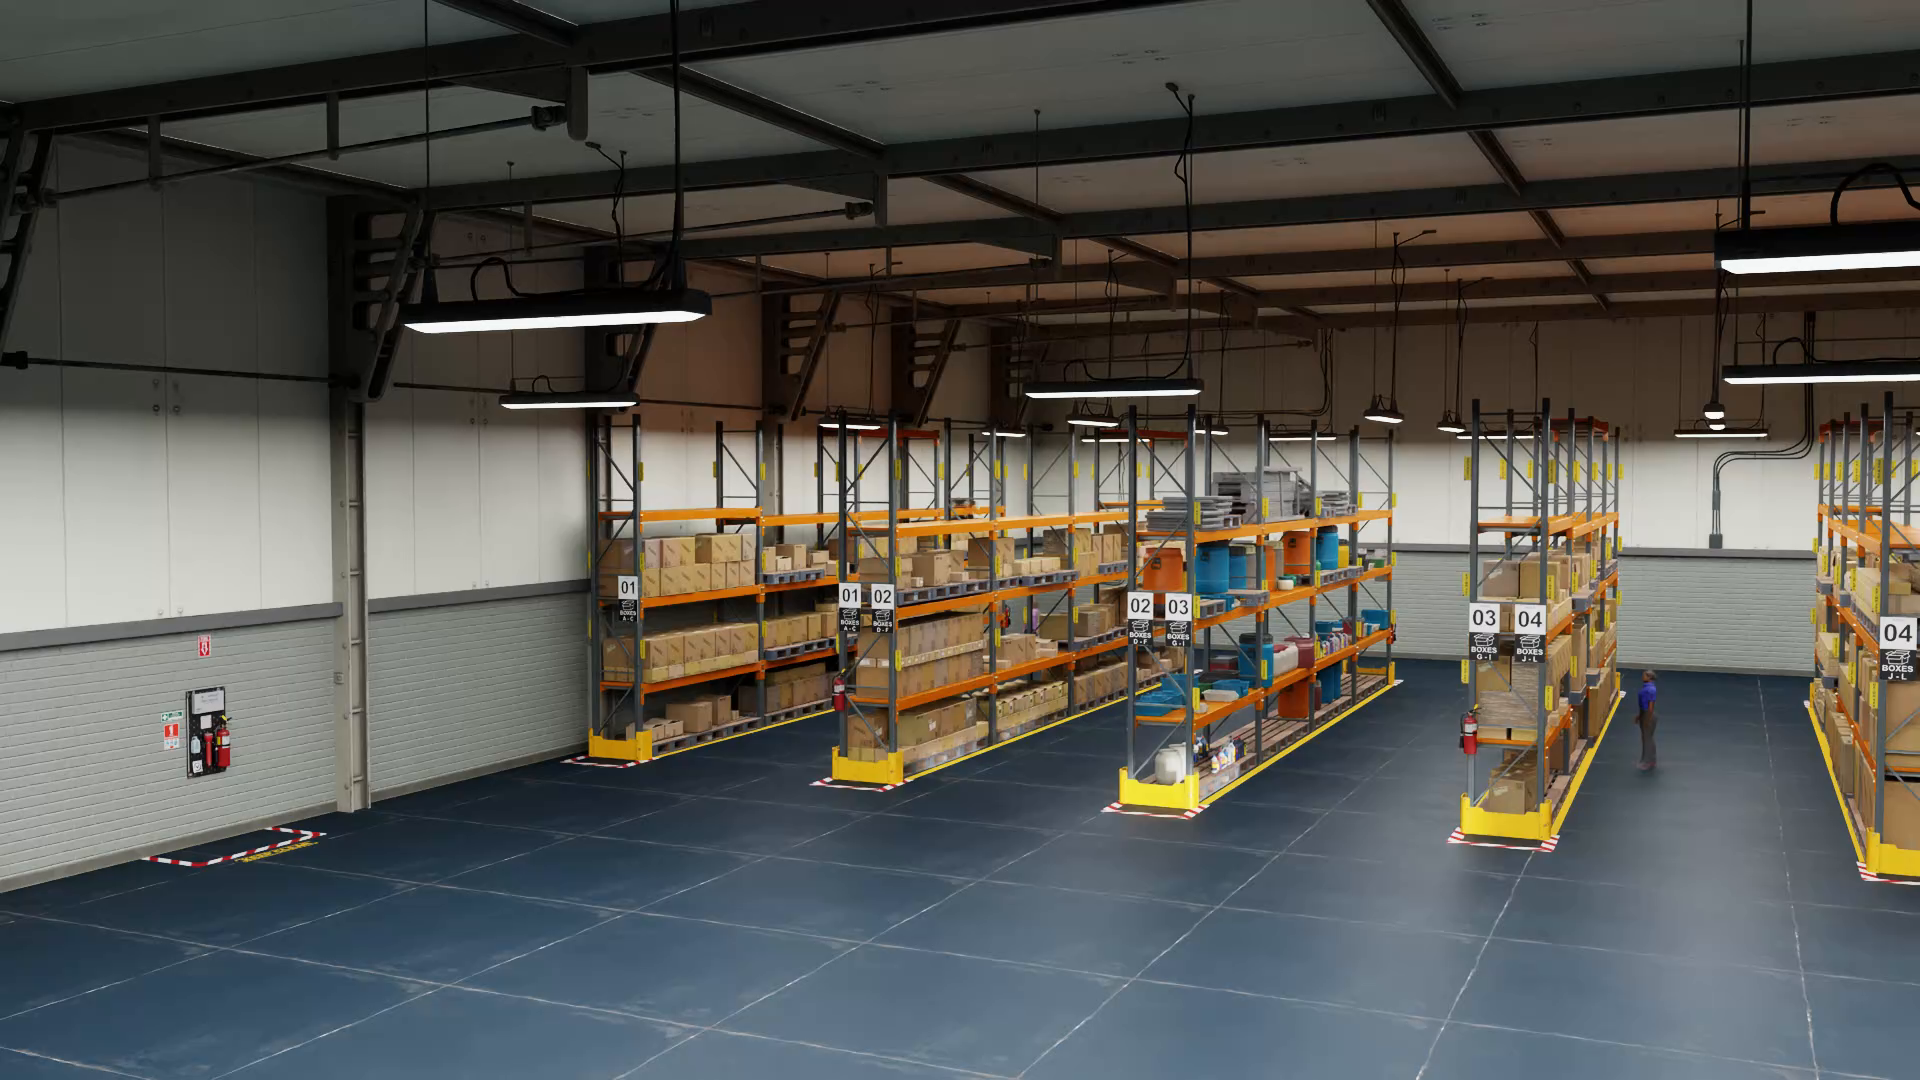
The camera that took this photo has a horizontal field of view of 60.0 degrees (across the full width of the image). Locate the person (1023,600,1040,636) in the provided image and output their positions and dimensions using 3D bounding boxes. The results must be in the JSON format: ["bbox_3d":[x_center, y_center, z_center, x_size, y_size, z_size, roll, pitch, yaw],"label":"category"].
[{"bbox_3d":[1.908,2.402,44.202,0.443,1.599,0.376,0,2,2],"label":"person"}]

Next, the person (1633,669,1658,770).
[{"bbox_3d":[11.568,3.024,28.084,0.479,1.687,0.463,0,2,-1],"label":"person"}]
